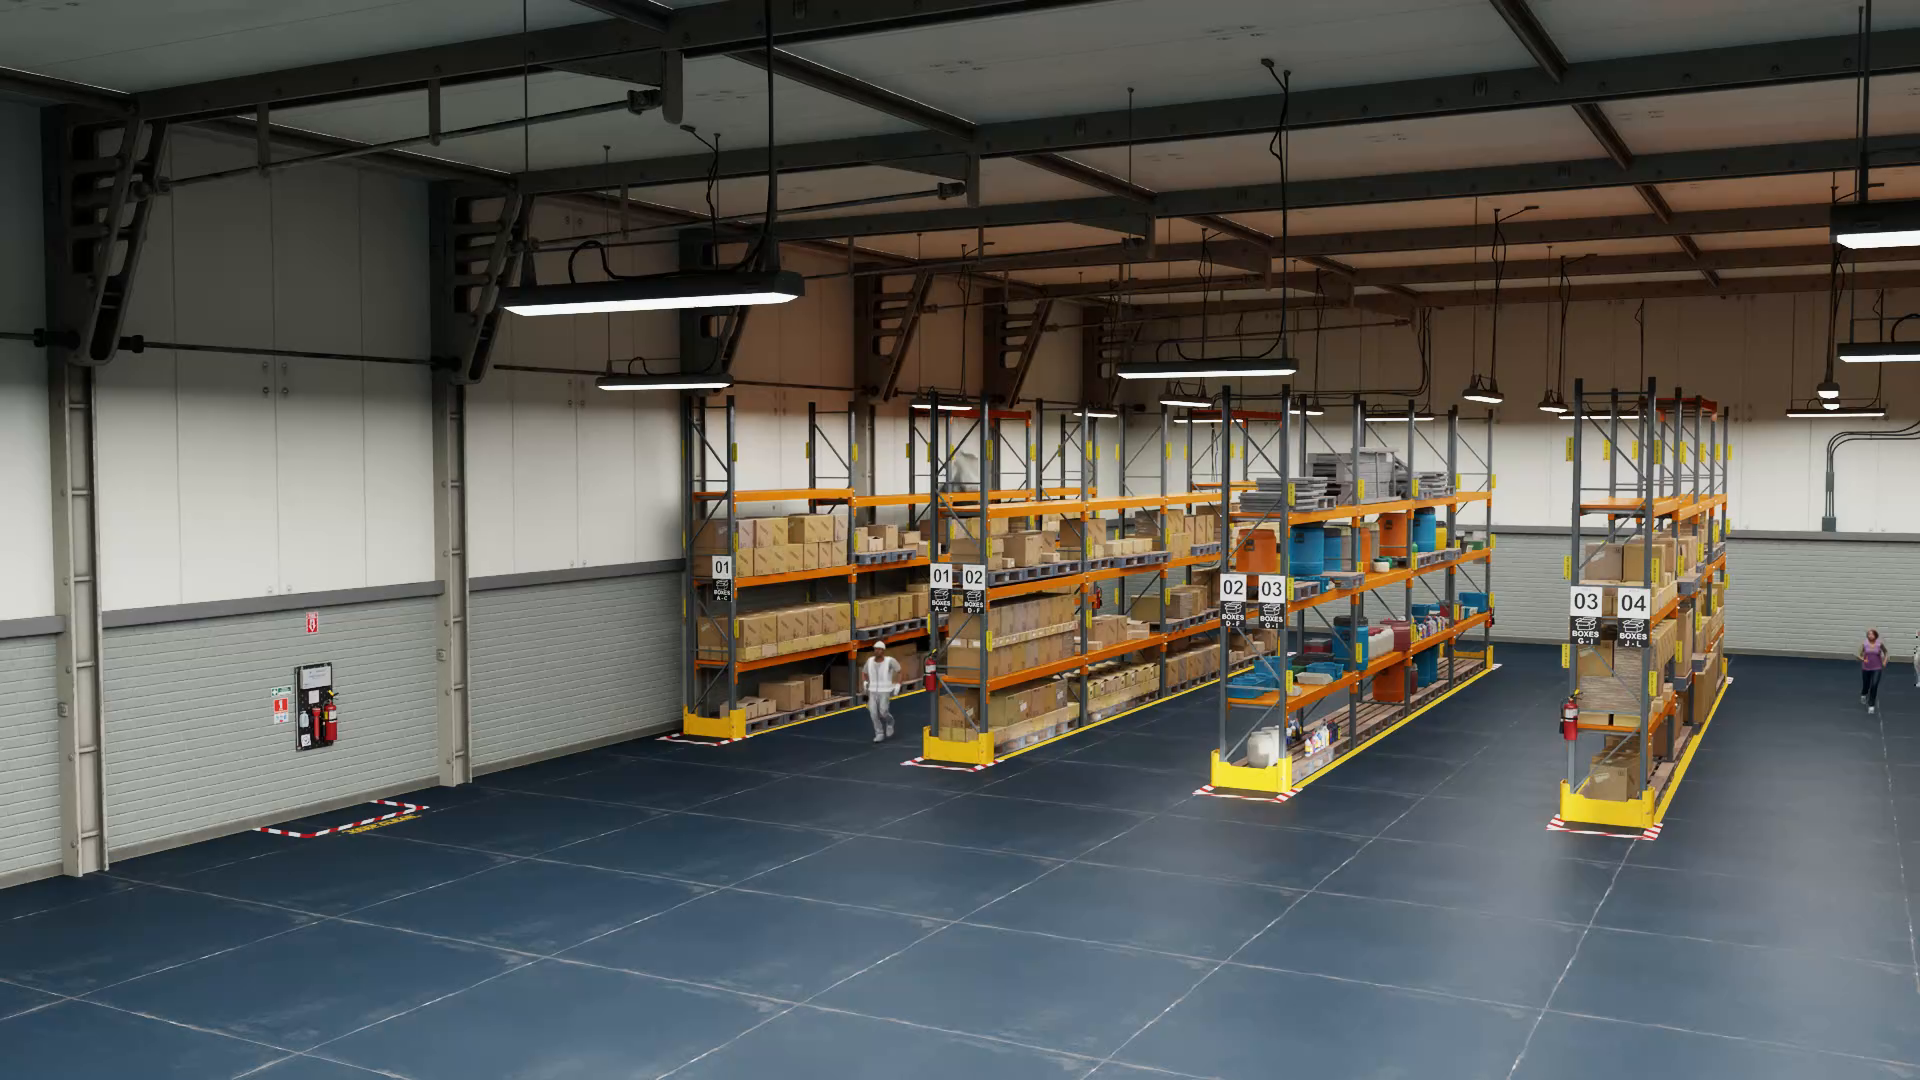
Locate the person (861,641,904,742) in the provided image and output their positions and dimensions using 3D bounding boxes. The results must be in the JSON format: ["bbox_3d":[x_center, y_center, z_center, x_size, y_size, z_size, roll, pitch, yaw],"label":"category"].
[{"bbox_3d":[-1.366,2.615,28.695,0.733,1.732,0.619,1,3,16],"label":"person"}]

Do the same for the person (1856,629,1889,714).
[{"bbox_3d":[17.660,2.518,32.195,0.550,1.599,0.860,2,3,29],"label":"person"}]

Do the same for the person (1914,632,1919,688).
[{"bbox_3d":[20.618,2.303,35.075,0.762,1.820,0.683,0,3,6],"label":"person"}]
